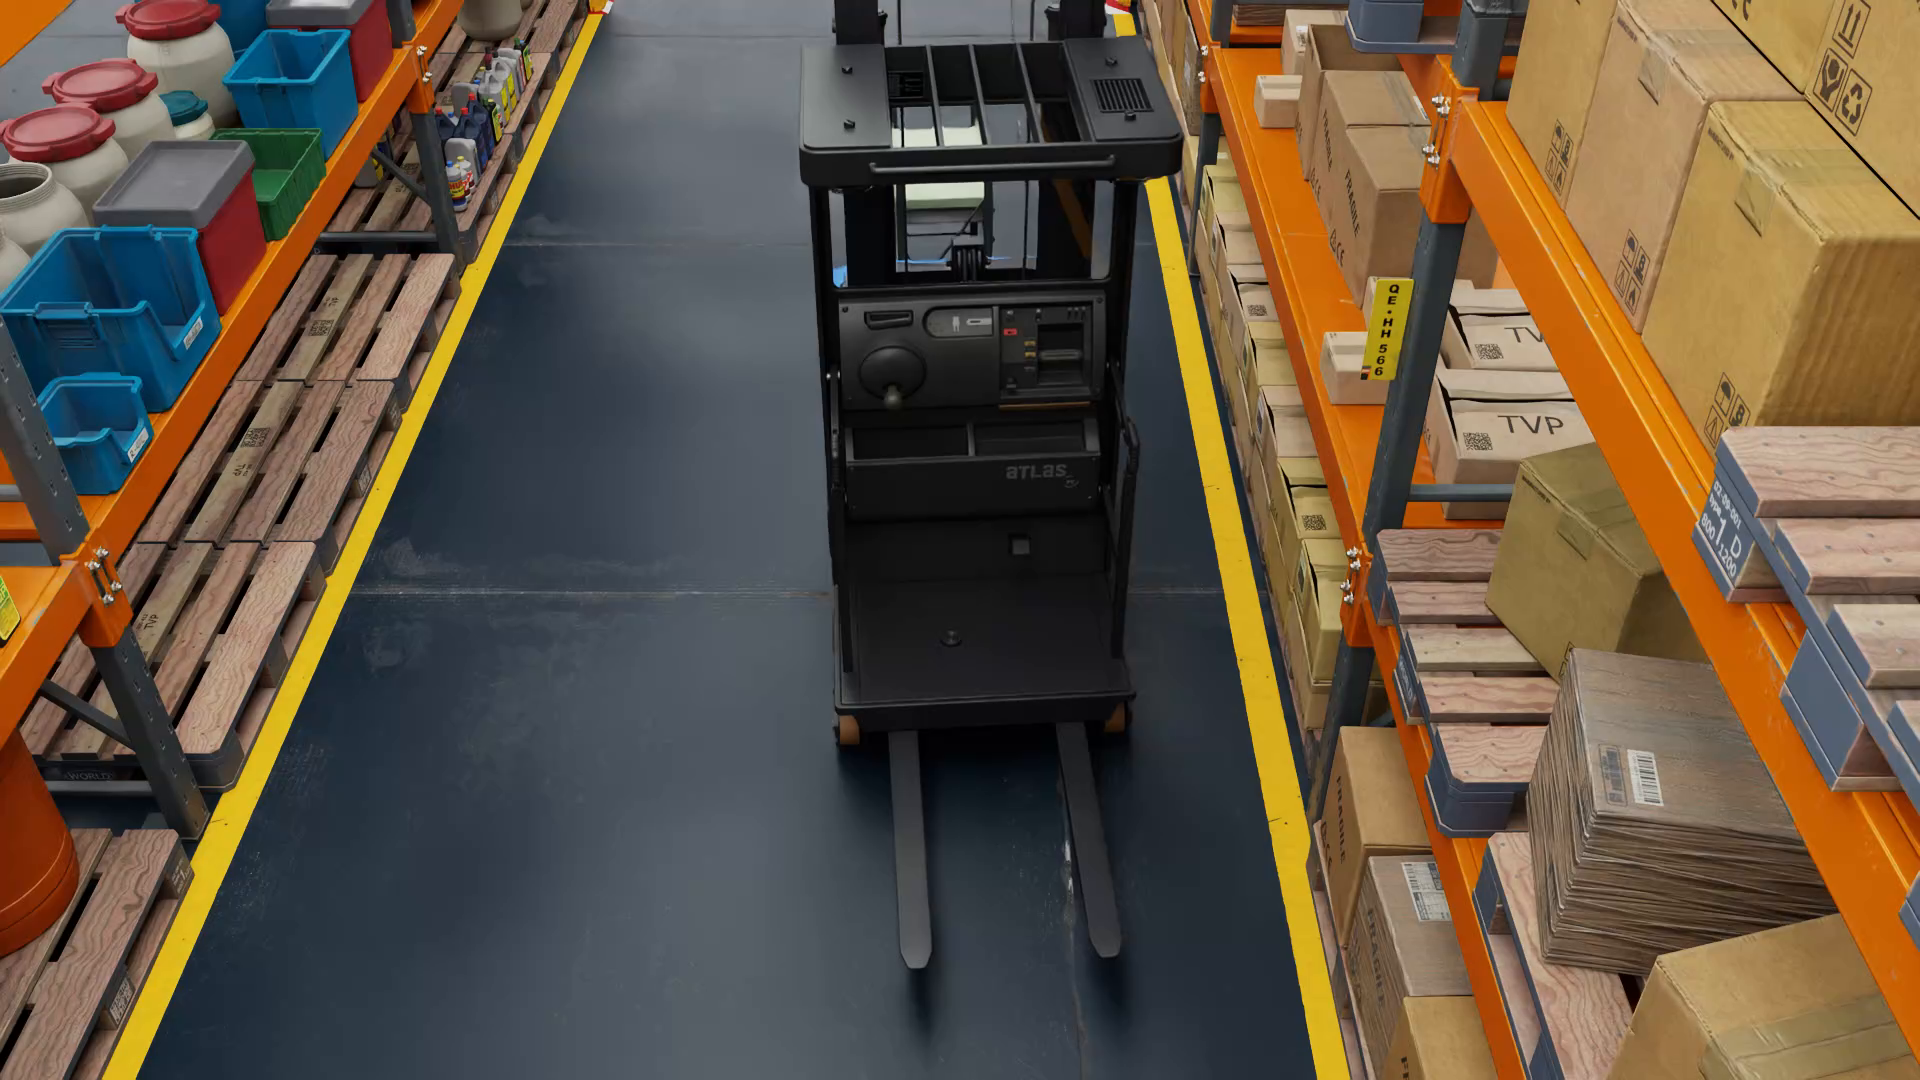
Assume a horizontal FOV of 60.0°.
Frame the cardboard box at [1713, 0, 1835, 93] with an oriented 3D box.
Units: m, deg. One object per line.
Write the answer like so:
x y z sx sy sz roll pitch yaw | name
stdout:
1.744 -1.144 3.001 0.500 0.500 0.500 0 39 0 | cardboard box

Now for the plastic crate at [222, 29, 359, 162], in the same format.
-2.897 -1.941 7.286 0.392 0.384 0.575 0 39 0 | plastic crate

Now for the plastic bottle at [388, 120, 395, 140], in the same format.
-3.396 -2.489 9.777 0.061 0.283 0.133 0 39 0 | plastic bottle

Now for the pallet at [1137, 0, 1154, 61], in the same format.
1.782 -3.573 11.539 1.003 0.211 1.213 0 39 0 | pallet

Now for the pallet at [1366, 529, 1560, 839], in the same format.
1.820 0.362 4.553 1.213 0.211 1.003 0 39 0 | pallet

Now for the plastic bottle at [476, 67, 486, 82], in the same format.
-2.925 -2.813 10.248 0.097 0.201 0.097 0 39 0 | plastic bottle

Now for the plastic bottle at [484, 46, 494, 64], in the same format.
-2.907 -2.943 10.344 0.061 0.283 0.133 0 39 0 | plastic bottle

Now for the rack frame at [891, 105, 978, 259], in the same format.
-0.118 -1.446 7.855 0.400 1.500 0.023 -3 39 -3 | rack frame

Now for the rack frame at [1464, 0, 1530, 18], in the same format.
1.749 -2.477 3.145 1.000 3.000 0.127 0 39 0 | rack frame

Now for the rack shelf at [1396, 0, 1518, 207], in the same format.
1.747 -2.277 5.869 1.077 0.370 4.000 0 39 0 | rack shelf

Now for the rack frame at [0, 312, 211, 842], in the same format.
-3.204 -0.135 5.020 1.000 3.000 0.127 0 39 0 | rack frame

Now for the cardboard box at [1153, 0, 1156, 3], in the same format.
1.520 -3.874 10.949 0.500 0.500 0.500 0 39 0 | cardboard box

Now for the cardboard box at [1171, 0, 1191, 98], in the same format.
1.532 -2.936 9.779 0.500 0.500 0.500 0 39 0 | cardboard box

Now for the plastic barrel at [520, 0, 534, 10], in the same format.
-3.136 -3.919 11.396 0.421 0.512 0.421 0 39 0 | plastic barrel

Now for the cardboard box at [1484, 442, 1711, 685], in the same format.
1.862 0.055 4.367 0.700 0.500 0.500 -12 40 -15 | cardboard box

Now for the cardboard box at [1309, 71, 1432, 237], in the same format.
1.730 -1.554 6.710 0.500 0.500 0.500 0 39 0 | cardboard box

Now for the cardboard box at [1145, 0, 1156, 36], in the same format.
1.522 -3.582 11.184 0.500 0.250 0.500 0 39 0 | cardboard box

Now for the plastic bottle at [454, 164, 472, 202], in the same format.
-2.771 -1.979 9.207 0.097 0.201 0.097 0 39 0 | plastic bottle

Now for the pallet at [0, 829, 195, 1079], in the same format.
-3.162 1.446 5.277 1.003 0.211 1.213 0 39 0 | pallet

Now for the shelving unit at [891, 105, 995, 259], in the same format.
-0.092 -1.217 7.570 0.431 1.500 0.755 -3 39 -3 | shelving unit

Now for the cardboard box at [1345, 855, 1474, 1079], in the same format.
1.470 1.280 4.902 0.500 0.500 0.500 -1 39 -2 | cardboard box

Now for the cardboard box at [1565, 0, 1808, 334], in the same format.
1.784 -0.754 3.314 0.910 0.500 0.500 0 39 0 | cardboard box

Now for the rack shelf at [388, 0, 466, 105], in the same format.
-3.211 -3.606 9.927 1.077 0.370 4.000 0 39 0 | rack shelf

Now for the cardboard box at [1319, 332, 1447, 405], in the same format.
1.472 -0.600 5.802 0.380 0.149 0.250 0 39 0 | cardboard box

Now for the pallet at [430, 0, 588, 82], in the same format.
-3.171 -3.494 11.441 1.003 0.211 1.213 0 39 0 | pallet

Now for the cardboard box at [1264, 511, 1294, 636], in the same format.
1.500 0.122 6.562 0.500 0.250 0.500 0 39 -1 | cardboard box

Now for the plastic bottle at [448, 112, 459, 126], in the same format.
-2.916 -2.339 9.600 0.097 0.271 0.097 0 39 0 | plastic bottle

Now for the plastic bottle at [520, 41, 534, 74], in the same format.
-2.773 -3.069 10.567 0.097 0.201 0.097 0 39 0 | plastic bottle

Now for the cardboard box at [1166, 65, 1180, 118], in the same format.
1.519 -2.644 10.013 0.500 0.250 0.500 0 39 0 | cardboard box

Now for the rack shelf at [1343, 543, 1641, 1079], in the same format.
1.751 1.395 3.686 1.077 0.370 4.000 0 39 0 | rack shelf

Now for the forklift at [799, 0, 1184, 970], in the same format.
0.063 -0.584 5.635 1.130 2.935 3.031 -3 39 -3 | forklift

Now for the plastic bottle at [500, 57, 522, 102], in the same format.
-2.800 -2.854 10.239 0.152 0.276 0.135 -1 39 -1 | plastic bottle

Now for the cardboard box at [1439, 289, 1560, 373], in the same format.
1.942 -0.661 5.747 0.500 0.311 0.500 0 39 -1 | cardboard box

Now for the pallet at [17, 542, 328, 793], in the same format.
-3.167 0.469 6.496 1.003 0.211 1.213 0 39 0 | pallet

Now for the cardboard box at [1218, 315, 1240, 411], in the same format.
1.500 -0.833 7.753 0.500 0.250 0.500 -1 39 -1 | cardboard box

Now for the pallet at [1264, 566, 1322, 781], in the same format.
1.787 0.437 6.536 1.003 0.211 1.213 0 39 0 | pallet

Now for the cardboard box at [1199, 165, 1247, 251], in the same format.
1.496 -1.689 8.373 0.500 0.311 0.500 0 39 0 | cardboard box

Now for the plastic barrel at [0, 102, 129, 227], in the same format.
-3.426 -1.362 6.442 0.433 0.535 0.433 0 39 0 | plastic barrel

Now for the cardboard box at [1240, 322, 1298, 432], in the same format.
1.499 -0.727 7.174 0.500 0.311 0.500 1 39 1 | cardboard box

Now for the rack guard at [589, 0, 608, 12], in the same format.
-3.167 -4.115 11.985 1.175 0.500 0.348 0 39 0 | rack guard

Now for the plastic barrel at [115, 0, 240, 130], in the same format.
-3.427 -2.091 7.352 0.433 0.535 0.433 0 39 0 | plastic barrel

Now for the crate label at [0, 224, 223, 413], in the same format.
-2.935 -0.770 5.784 0.502 0.435 0.616 0 39 0 | crate label

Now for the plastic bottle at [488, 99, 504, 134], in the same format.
-2.772 -2.516 9.877 0.097 0.201 0.097 0 39 0 | plastic bottle

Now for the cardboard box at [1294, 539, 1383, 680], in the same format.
1.502 0.227 5.983 0.500 0.311 0.500 1 39 1 | cardboard box

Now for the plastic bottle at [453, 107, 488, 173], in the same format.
-2.795 -2.279 9.462 0.144 0.351 0.185 1 39 1 | plastic bottle
